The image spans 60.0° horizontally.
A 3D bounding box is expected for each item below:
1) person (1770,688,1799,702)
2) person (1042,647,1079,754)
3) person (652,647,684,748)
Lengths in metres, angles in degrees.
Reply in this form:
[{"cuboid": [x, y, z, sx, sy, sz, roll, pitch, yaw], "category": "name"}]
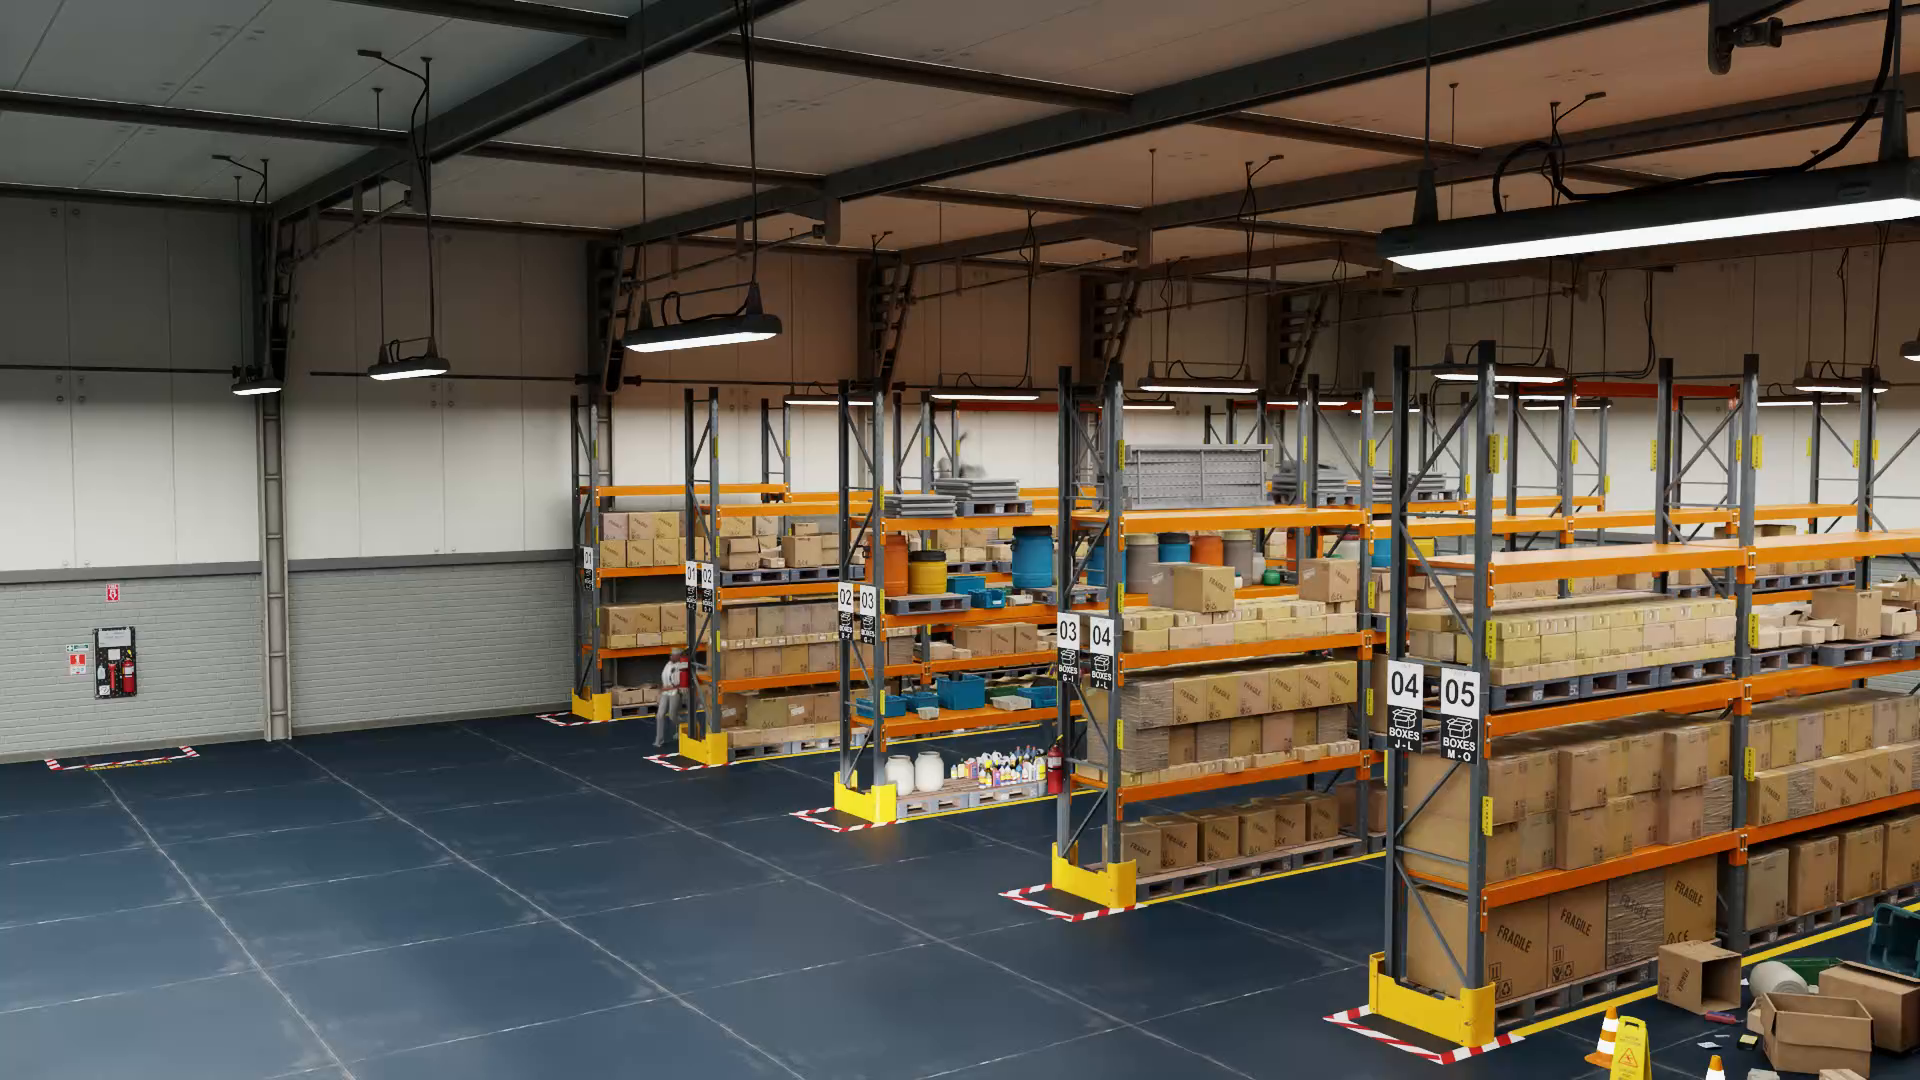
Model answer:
[{"cuboid": [11.685, 2.837, 23.433, 0.984, 1.764, 0.719, -3, 5, -43], "category": "person"}, {"cuboid": [1.638, 2.657, 27.229, 0.775, 1.828, 0.678, -3, 4, -40], "category": "person"}, {"cuboid": [-4.828, 2.643, 28.167, 0.593, 1.704, 0.802, 2, 4, 32], "category": "person"}]
